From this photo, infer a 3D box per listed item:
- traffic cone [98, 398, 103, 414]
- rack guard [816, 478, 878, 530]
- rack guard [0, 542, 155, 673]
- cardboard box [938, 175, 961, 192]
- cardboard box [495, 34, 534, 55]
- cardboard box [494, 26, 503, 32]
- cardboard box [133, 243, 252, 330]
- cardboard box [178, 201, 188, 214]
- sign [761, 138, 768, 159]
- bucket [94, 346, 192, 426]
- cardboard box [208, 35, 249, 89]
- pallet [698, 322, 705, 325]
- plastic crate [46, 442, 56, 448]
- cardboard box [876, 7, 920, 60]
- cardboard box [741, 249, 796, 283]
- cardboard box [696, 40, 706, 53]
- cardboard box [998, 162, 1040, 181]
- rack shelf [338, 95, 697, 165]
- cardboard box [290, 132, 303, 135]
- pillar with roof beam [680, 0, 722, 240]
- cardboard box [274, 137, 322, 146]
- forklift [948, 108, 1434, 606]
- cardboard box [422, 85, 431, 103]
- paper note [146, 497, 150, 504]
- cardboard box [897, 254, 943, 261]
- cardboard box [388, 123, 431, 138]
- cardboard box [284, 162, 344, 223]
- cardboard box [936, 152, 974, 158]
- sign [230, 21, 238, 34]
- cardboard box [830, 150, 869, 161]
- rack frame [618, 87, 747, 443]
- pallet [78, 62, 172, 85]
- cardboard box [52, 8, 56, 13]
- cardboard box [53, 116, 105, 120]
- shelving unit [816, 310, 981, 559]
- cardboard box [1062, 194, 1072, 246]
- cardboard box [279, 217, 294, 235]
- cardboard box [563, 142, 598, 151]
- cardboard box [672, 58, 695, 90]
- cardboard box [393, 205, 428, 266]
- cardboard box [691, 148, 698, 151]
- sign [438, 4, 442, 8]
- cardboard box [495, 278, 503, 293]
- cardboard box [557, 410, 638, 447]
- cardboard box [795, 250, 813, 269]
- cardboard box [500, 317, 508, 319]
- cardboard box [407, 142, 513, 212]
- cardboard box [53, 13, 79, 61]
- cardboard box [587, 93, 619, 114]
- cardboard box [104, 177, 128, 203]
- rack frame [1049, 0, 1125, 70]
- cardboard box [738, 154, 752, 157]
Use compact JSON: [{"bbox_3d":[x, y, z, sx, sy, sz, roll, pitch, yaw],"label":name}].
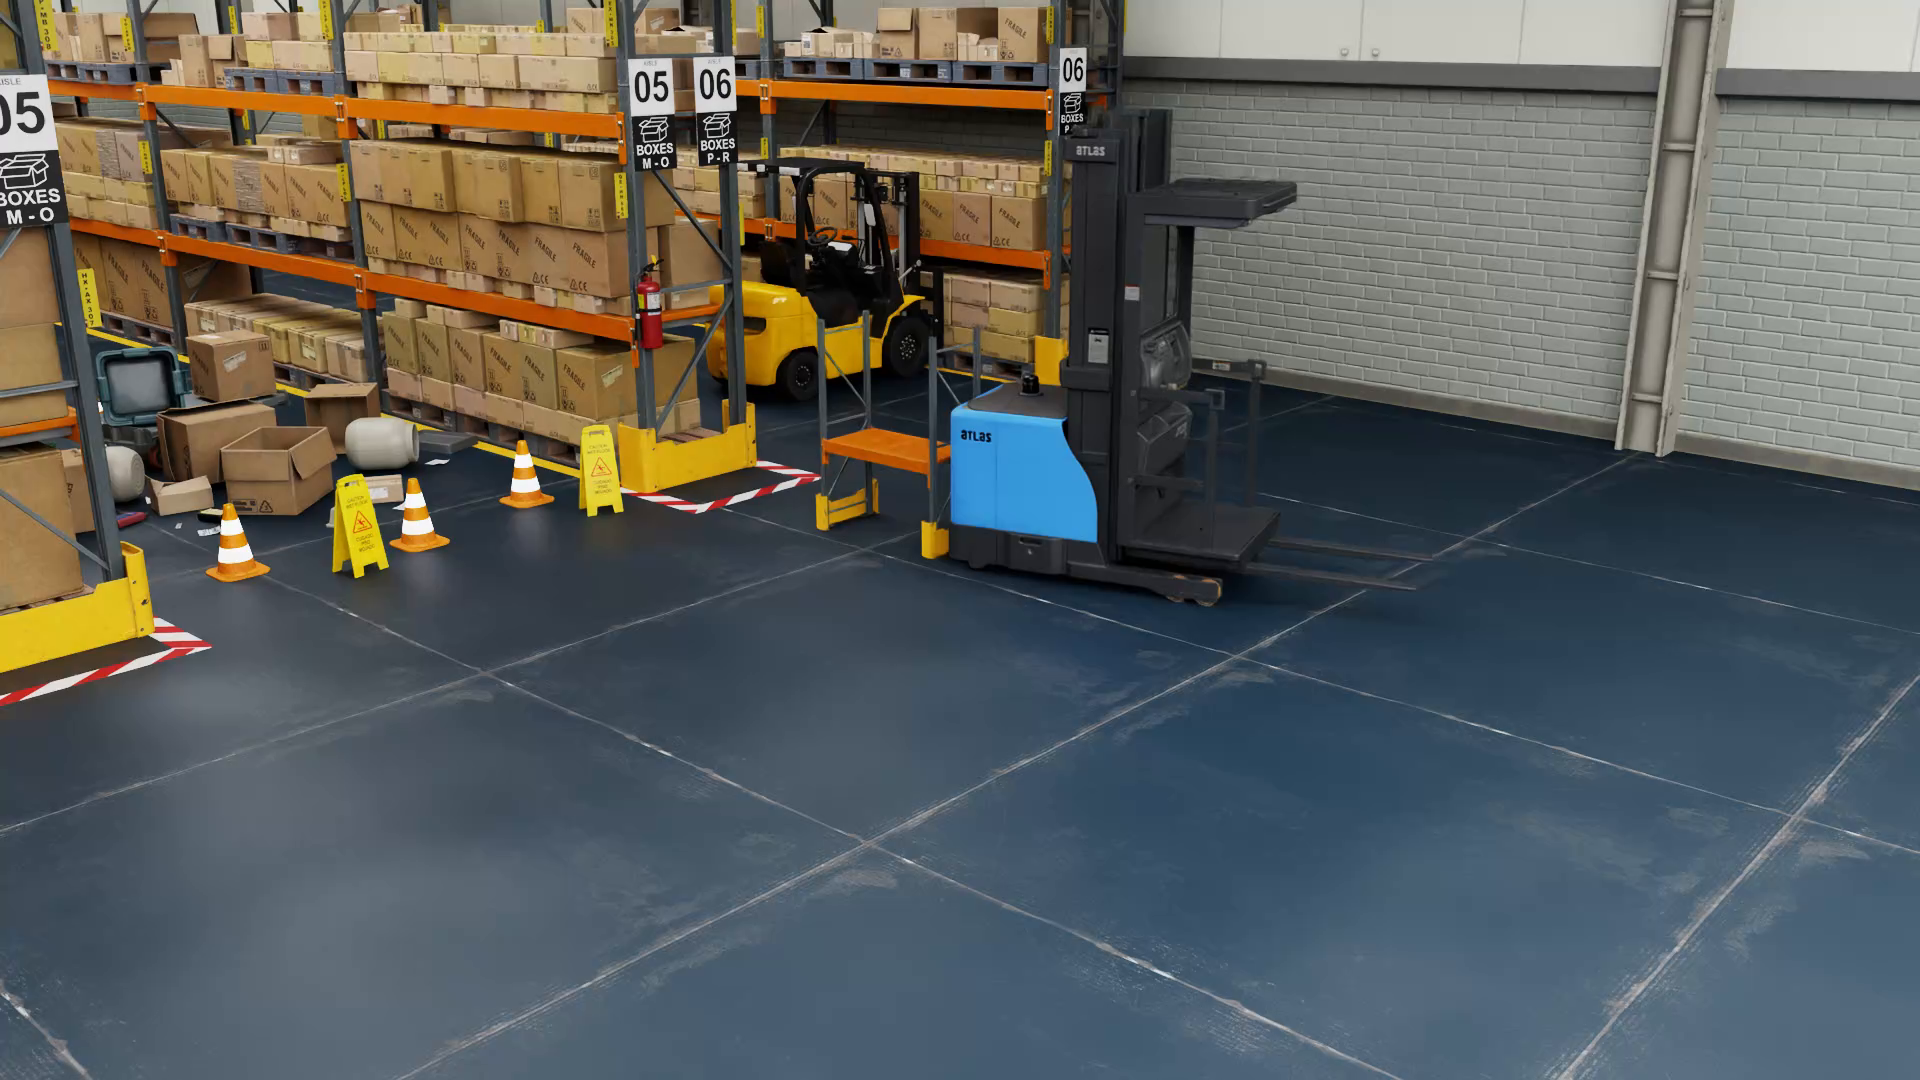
[{"bbox_3d":[-7.816,-1.289,14.908,0.334,0.463,0.336,15,23,39],"label":"traffic cone"},{"bbox_3d":[-0.812,-0.261,12.020,0.087,0.250,0.587,14,22,38],"label":"rack guard"},{"bbox_3d":[-5.279,0.406,9.507,0.348,0.500,1.175,15,23,39],"label":"rack guard"},{"bbox_3d":[-0.014,-3.623,16.833,0.250,0.149,0.380,14,22,38],"label":"cardboard box"},{"bbox_3d":[-3.418,-3.901,13.084,0.250,0.149,0.380,14,22,38],"label":"cardboard box"},{"bbox_3d":[-5.753,-6.532,21.374,0.250,0.149,0.380,15,23,38],"label":"cardboard box"},{"bbox_3d":[-8.532,-2.882,18.552,0.875,0.875,0.875,15,23,39],"label":"cardboard box"},{"bbox_3d":[-7.951,-3.510,17.434,0.250,0.149,0.380,13,22,36],"label":"cardboard box"},{"bbox_3d":[-2.140,-4.247,18.252,0.005,0.325,0.100,15,23,39],"label":"sign"},{"bbox_3d":[-6.657,-1.252,13.497,0.726,0.611,0.620,-9,10,-27],"label":"bucket"},{"bbox_3d":[-6.911,-4.716,16.384,0.637,0.503,0.797,15,23,39],"label":"cardboard box"},{"bbox_3d":[-2.364,-2.668,19.668,1.213,0.211,1.003,15,23,39],"label":"pallet"},{"bbox_3d":[-7.289,-0.542,12.915,0.450,0.188,0.662,-16,21,-14],"label":"plastic crate"},{"bbox_3d":[-0.400,-5.169,16.953,0.637,0.503,0.797,16,24,41],"label":"cardboard box"},{"bbox_3d":[-2.185,-3.028,19.426,0.625,0.625,0.875,16,24,42],"label":"cardboard box"},{"bbox_3d":[-2.811,-5.568,18.793,0.250,0.149,0.380,15,23,39],"label":"cardboard box"},{"bbox_3d":[0.592,-3.620,16.330,0.250,0.149,0.380,15,23,39],"label":"cardboard box"},{"bbox_3d":[-3.583,-3.419,13.657,4.000,0.370,1.077,15,23,39],"label":"rack shelf"},{"bbox_3d":[-10.242,-6.305,26.276,0.500,0.250,0.500,16,24,41],"label":"cardboard box"},{"bbox_3d":[-6.063,-6.488,17.180,0.400,9.000,9.100,15,23,39],"label":"pillar with roof beam"},{"bbox_3d":[-6.660,-3.971,16.742,0.250,0.149,0.380,14,22,37],"label":"cardboard box"},{"bbox_3d":[1.485,-1.170,10.452,3.031,2.935,1.130,8,19,23],"label":"forklift"},{"bbox_3d":[-4.238,-3.720,13.832,0.250,0.149,0.380,14,22,38],"label":"cardboard box"},{"bbox_3d":[-6.058,-0.316,12.570,0.172,0.023,0.155,-9,20,-27],"label":"paper note"},{"bbox_3d":[-0.532,-2.966,18.197,0.500,0.250,0.500,15,23,40],"label":"cardboard box"},{"bbox_3d":[-7.557,-5.564,23.326,0.500,0.500,0.700,16,23,41],"label":"cardboard box"},{"bbox_3d":[-5.948,-3.264,15.585,0.500,0.500,0.500,15,23,40],"label":"cardboard box"},{"bbox_3d":[-0.042,-3.986,17.483,0.250,0.149,0.380,15,23,40],"label":"cardboard box"},{"bbox_3d":[-7.709,-5.336,17.652,0.005,0.325,0.100,15,23,39],"label":"sign"},{"bbox_3d":[-1.169,-4.069,17.745,0.250,0.149,0.380,16,23,40],"label":"cardboard box"},{"bbox_3d":[-2.087,-1.931,12.737,0.127,3.000,1.000,15,23,39],"label":"rack frame"},{"bbox_3d":[-8.587,-4.994,17.742,1.003,0.211,1.213,16,24,42],"label":"pallet"},{"bbox_3d":[-11.363,-6.231,20.303,0.500,0.500,0.500,16,23,40],"label":"cardboard box"},{"bbox_3d":[-10.562,-4.832,20.059,0.500,0.500,0.500,16,24,41],"label":"cardboard box"},{"bbox_3d":[-0.430,-0.760,11.527,1.083,1.500,0.587,14,22,38],"label":"shelving unit"},{"bbox_3d":[1.019,-3.264,16.774,0.500,0.500,0.500,16,24,41],"label":"cardboard box"},{"bbox_3d":[-6.242,-3.006,15.846,0.250,0.149,0.380,15,23,40],"label":"cardboard box"},{"bbox_3d":[-4.736,-4.887,20.814,0.250,0.149,0.380,16,24,41],"label":"cardboard box"},{"bbox_3d":[-2.286,-3.592,12.769,0.500,0.250,0.500,15,23,38],"label":"cardboard box"},{"bbox_3d":[-4.544,-2.676,14.429,0.500,0.500,0.500,15,23,39],"label":"cardboard box"},{"bbox_3d":[-3.017,-4.650,20.068,0.250,0.149,0.380,15,23,40],"label":"cardboard box"},{"bbox_3d":[-7.405,-7.454,23.676,0.005,0.325,0.100,15,23,39],"label":"sign"},{"bbox_3d":[-3.639,-2.149,13.840,0.250,0.149,0.380,15,23,39],"label":"cardboard box"},{"bbox_3d":[-2.888,-0.927,13.424,0.500,0.250,0.500,15,23,39],"label":"cardboard box"},{"bbox_3d":[-1.633,-3.056,18.480,0.500,0.250,0.500,15,23,38],"label":"cardboard box"},{"bbox_3d":[-3.694,-1.719,14.681,0.500,0.500,0.500,17,24,42],"label":"cardboard box"},{"bbox_3d":[-4.169,-3.048,13.947,0.500,0.500,0.700,14,23,38],"label":"cardboard box"},{"bbox_3d":[-9.581,-5.503,18.174,0.500,0.500,0.500,15,23,40],"label":"cardboard box"},{"bbox_3d":[-2.540,-3.249,12.347,0.250,0.149,0.380,15,23,39],"label":"cardboard box"},{"bbox_3d":[-8.987,-3.846,18.192,0.500,0.250,0.500,14,23,38],"label":"cardboard box"},{"bbox_3d":[1.205,-5.914,15.370,0.127,3.000,1.000,15,23,39],"label":"rack frame"},{"bbox_3d":[-2.543,-4.342,19.096,0.250,0.149,0.380,15,23,39],"label":"cardboard box"}]
